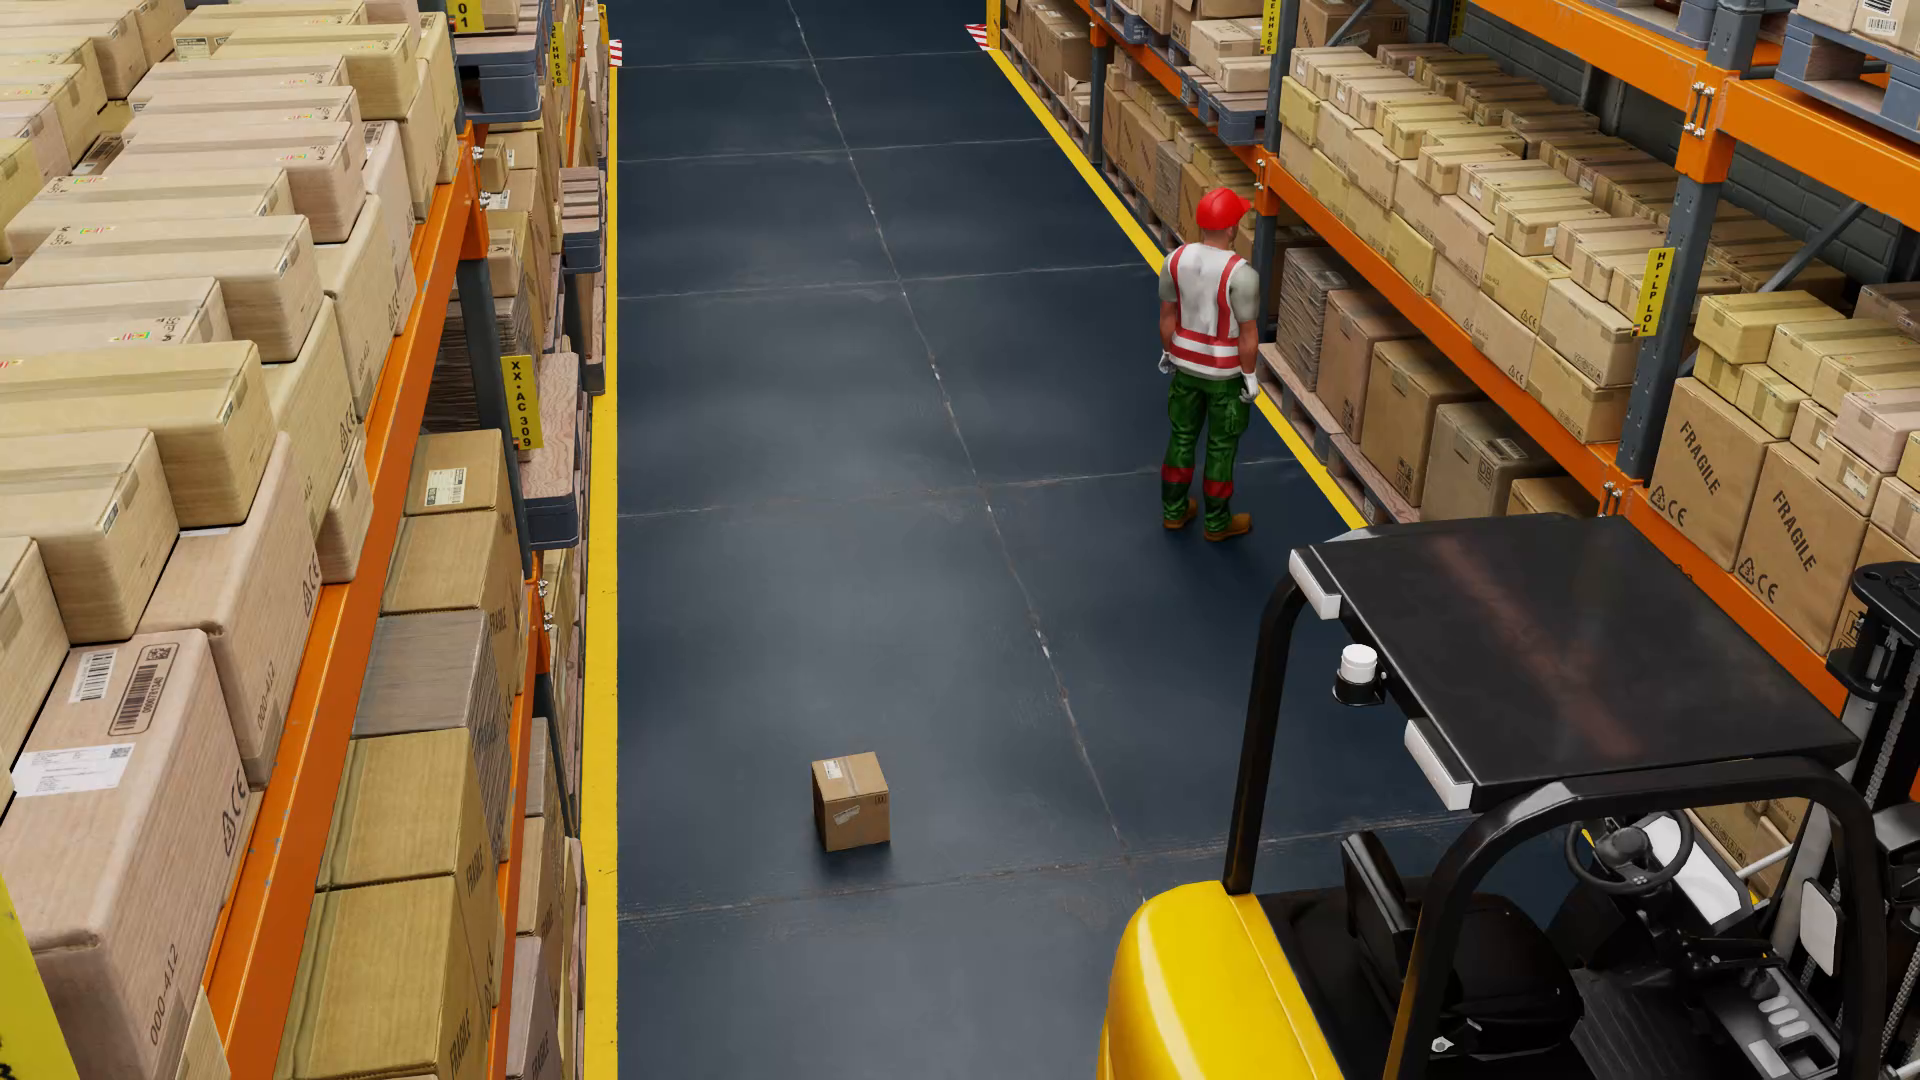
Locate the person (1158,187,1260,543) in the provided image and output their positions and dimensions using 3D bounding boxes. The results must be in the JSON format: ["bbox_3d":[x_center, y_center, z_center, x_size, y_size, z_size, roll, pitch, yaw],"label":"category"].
[{"bbox_3d":[1.219,-0.844,8.040,0.544,1.795,0.373,22,37,33],"label":"person"}]
